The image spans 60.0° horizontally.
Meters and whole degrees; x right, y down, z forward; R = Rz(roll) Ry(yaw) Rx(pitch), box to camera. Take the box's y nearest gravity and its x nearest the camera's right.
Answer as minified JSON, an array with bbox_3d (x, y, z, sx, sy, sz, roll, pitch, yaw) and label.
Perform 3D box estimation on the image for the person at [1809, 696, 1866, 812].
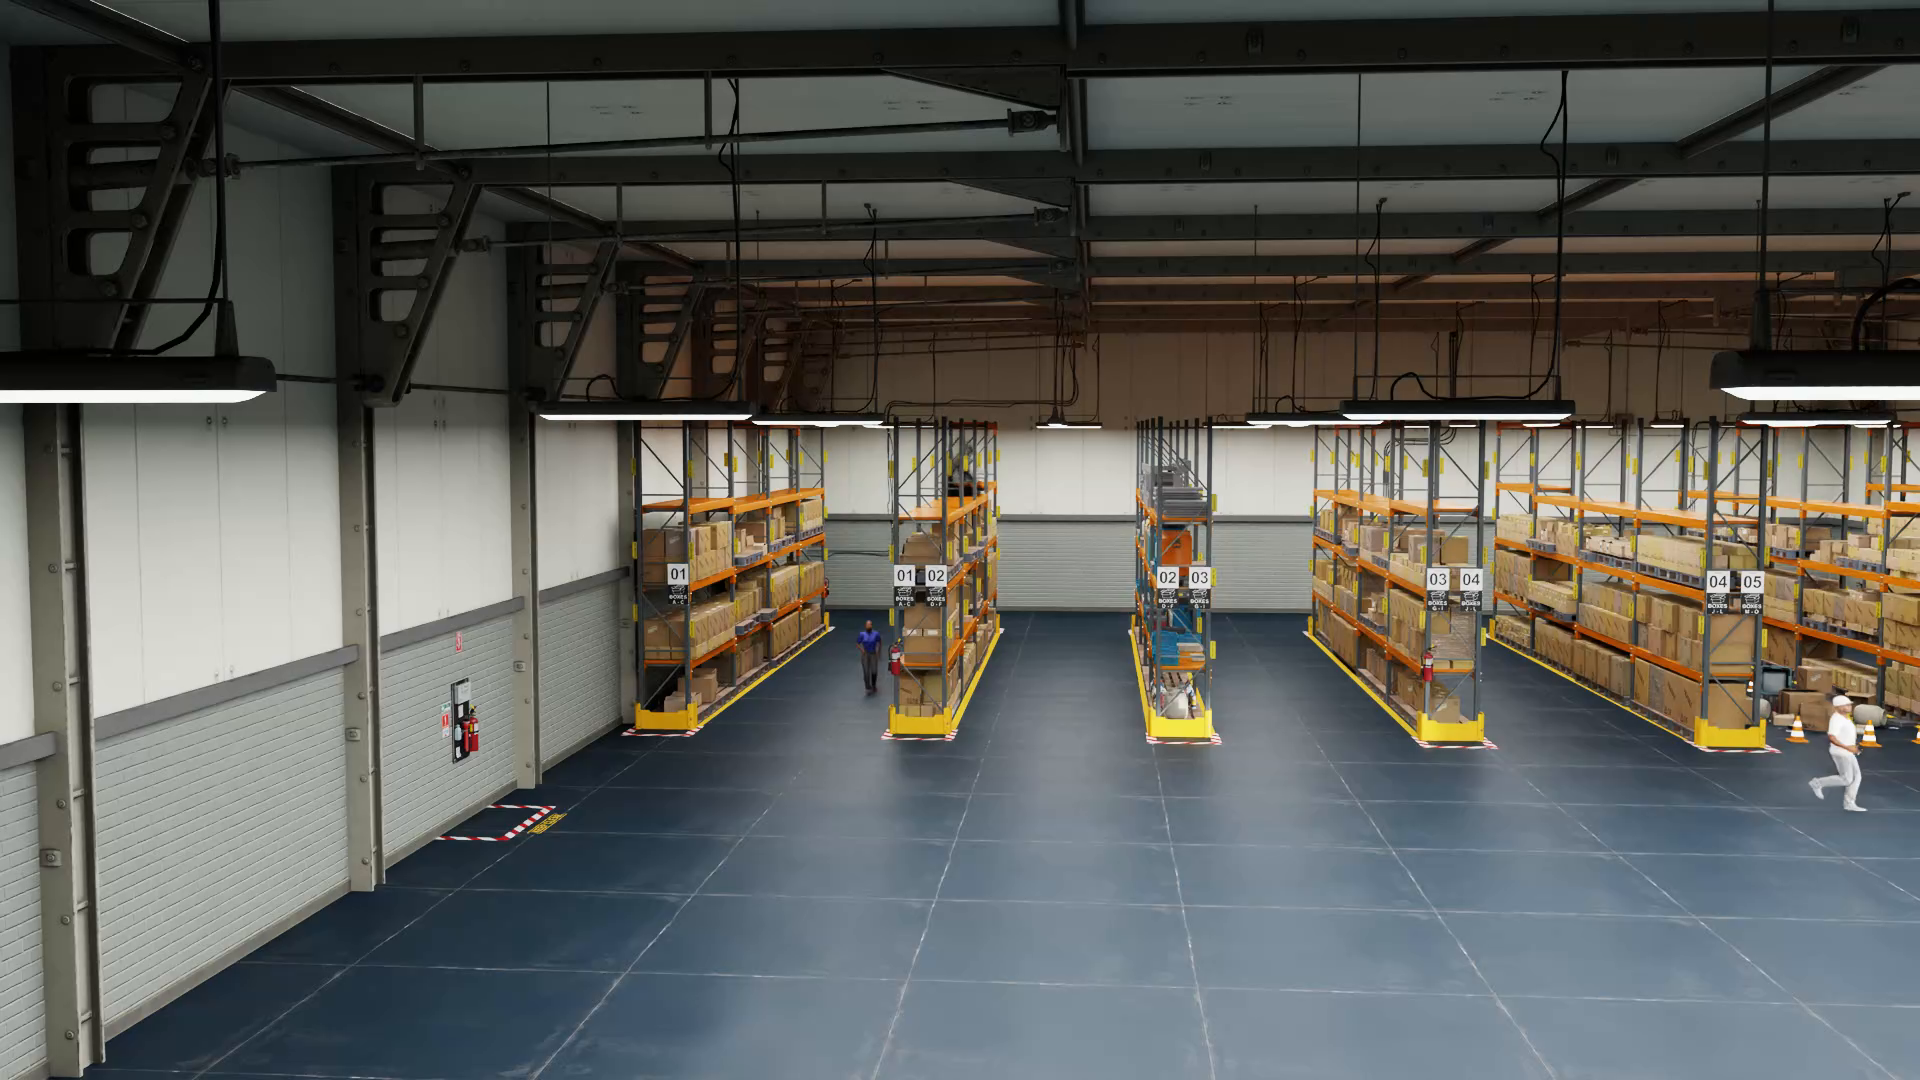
[{"bbox_3d":[13.301,3.216,25.132,0.787,1.734,0.698,3,5,38],"label":"person"}]

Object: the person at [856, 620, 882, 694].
[{"bbox_3d":[-1.973,2.547,36.132,0.570,1.622,0.584,0,4,-4],"label":"person"}]
